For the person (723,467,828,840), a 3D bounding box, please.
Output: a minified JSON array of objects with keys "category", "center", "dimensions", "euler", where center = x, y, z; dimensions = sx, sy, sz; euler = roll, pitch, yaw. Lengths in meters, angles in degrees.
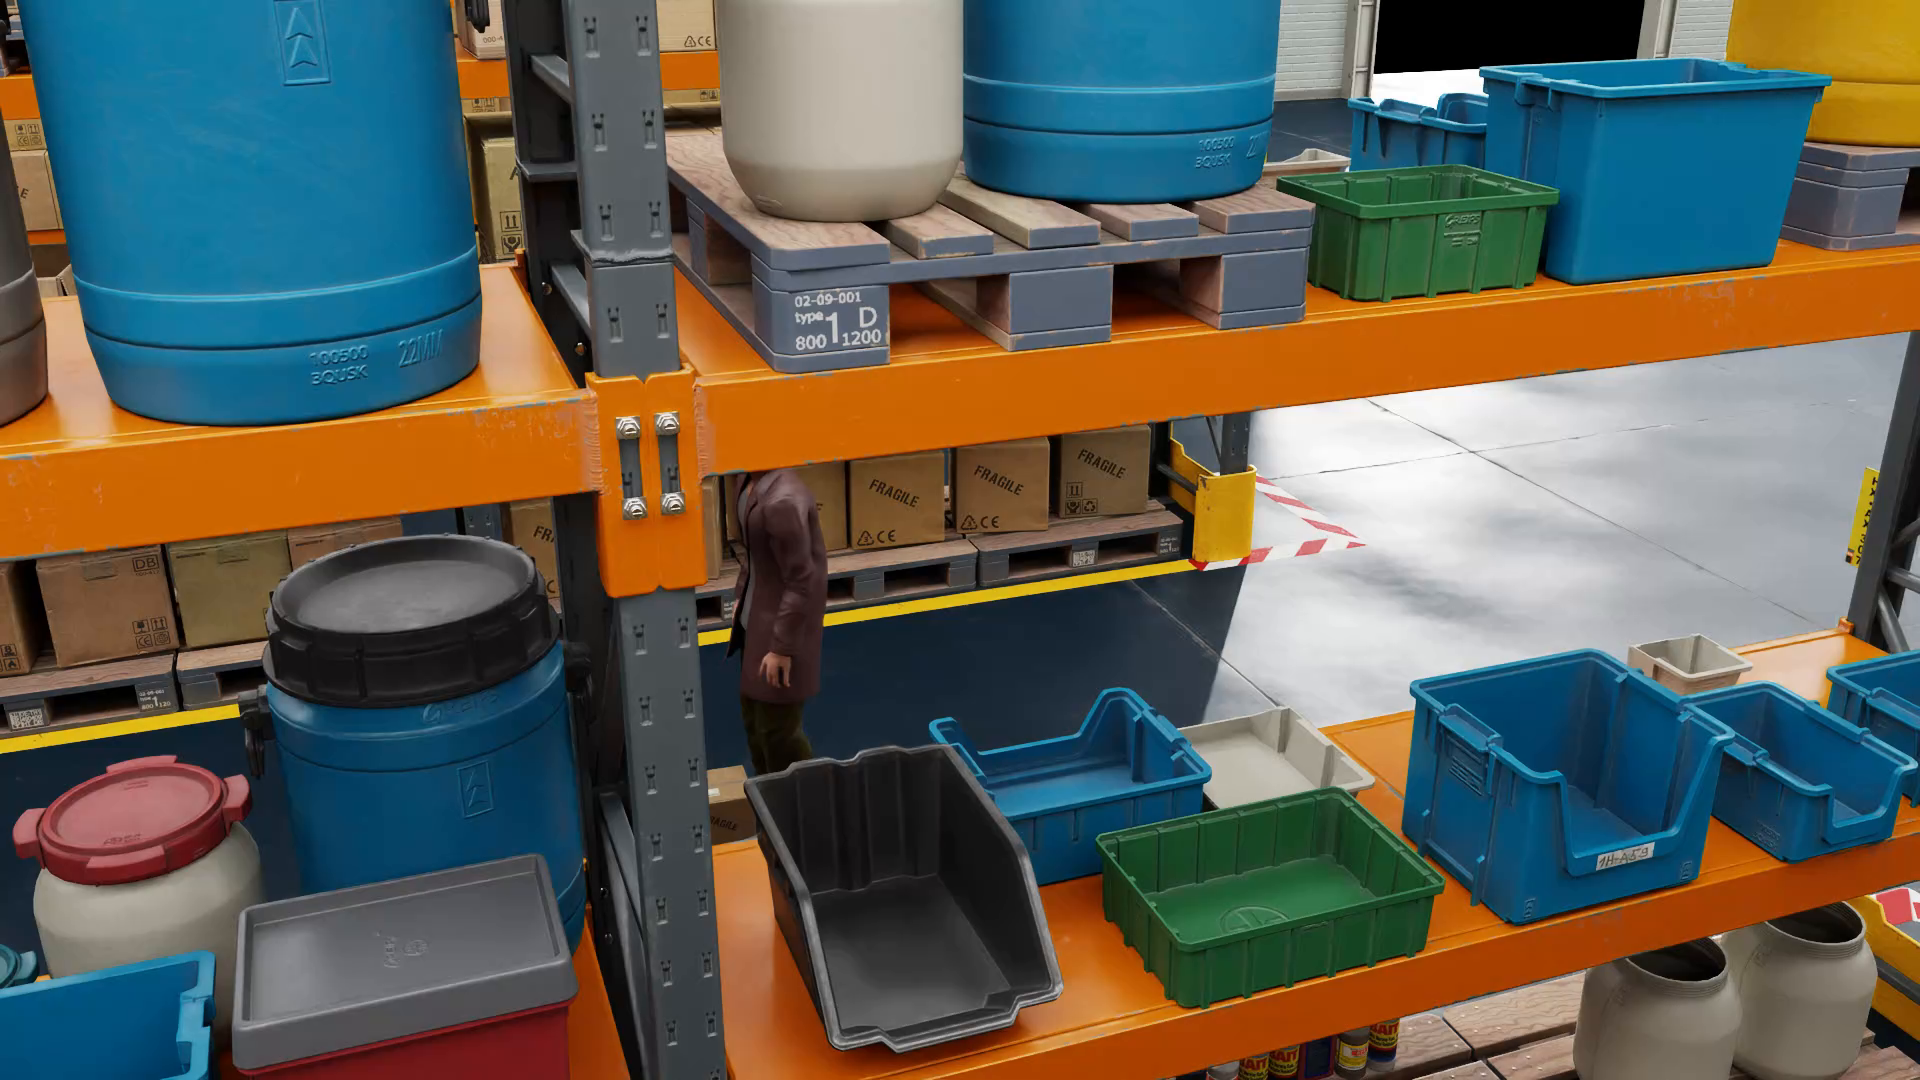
[{"category":"person","center":[-0.723,0.327,6.310],"dimensions":[0.410,1.774,0.642],"euler":[-8,24,-19]}]
